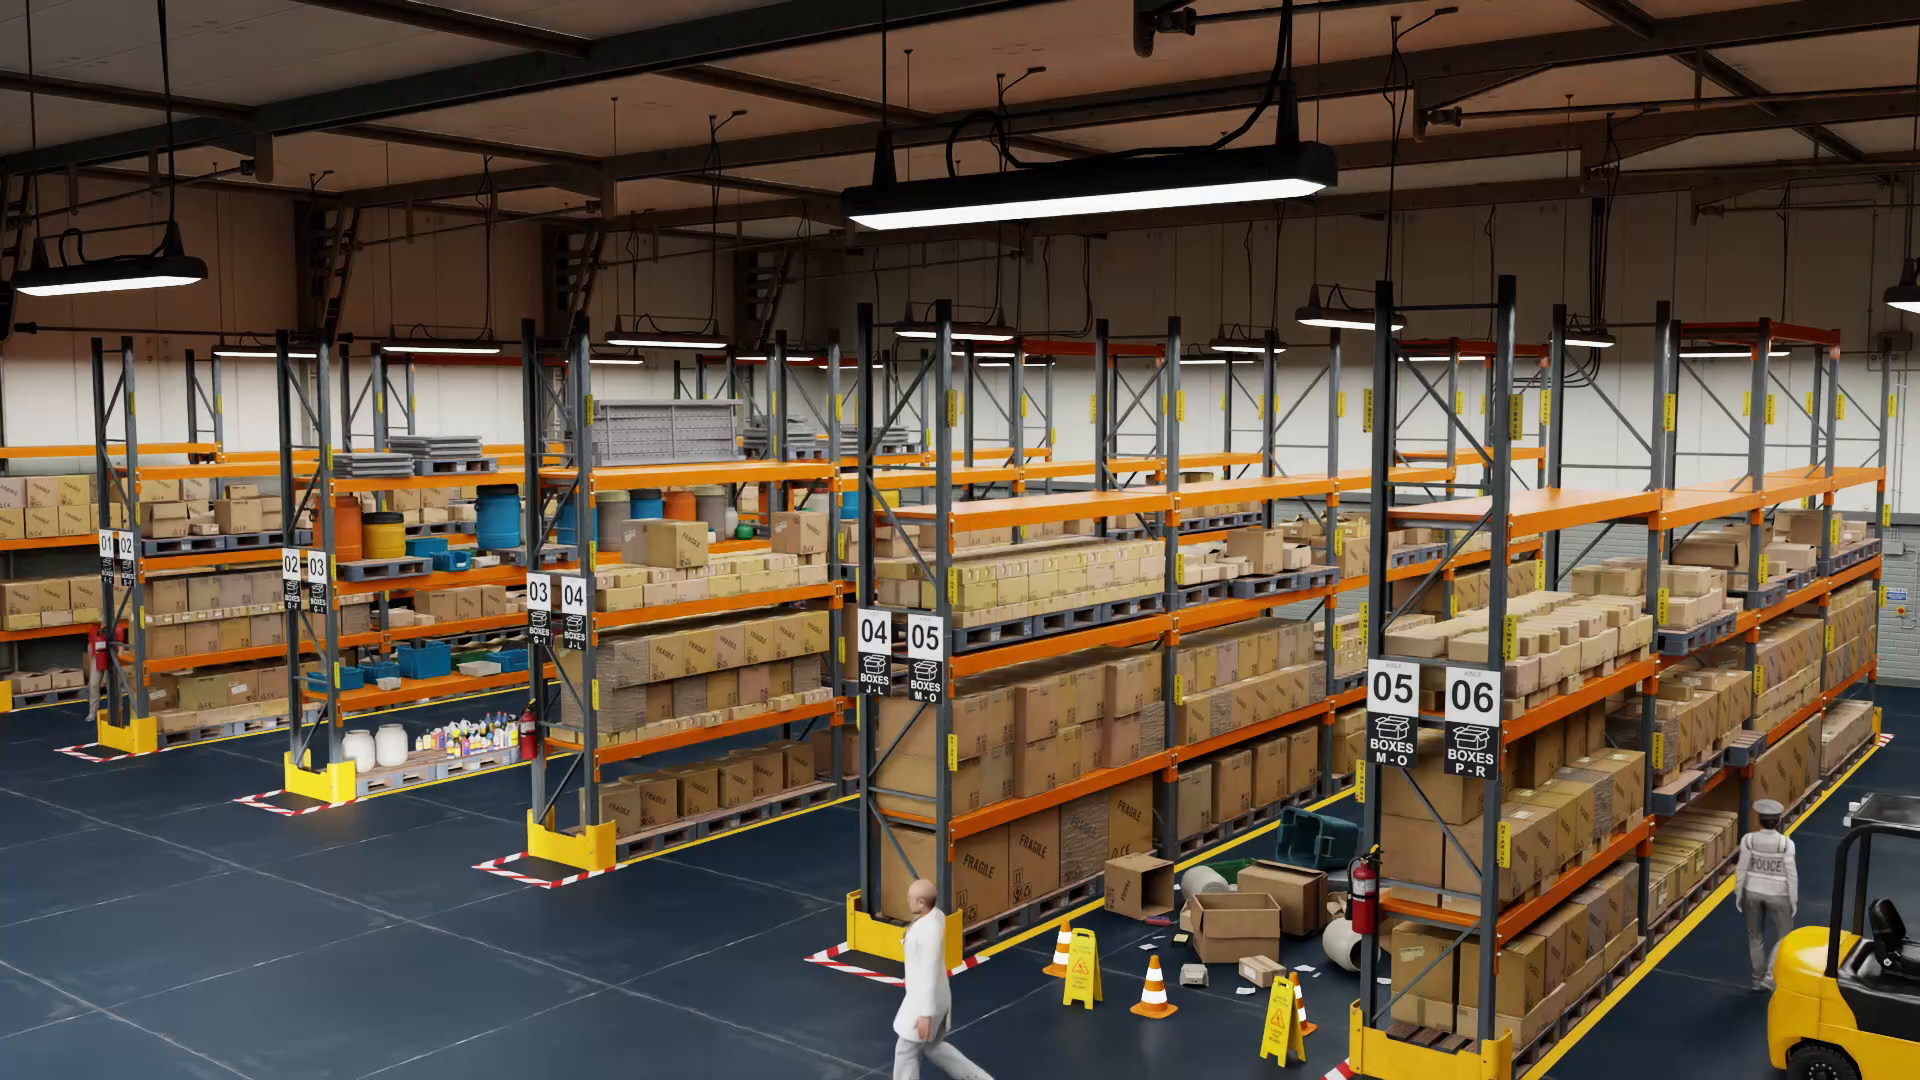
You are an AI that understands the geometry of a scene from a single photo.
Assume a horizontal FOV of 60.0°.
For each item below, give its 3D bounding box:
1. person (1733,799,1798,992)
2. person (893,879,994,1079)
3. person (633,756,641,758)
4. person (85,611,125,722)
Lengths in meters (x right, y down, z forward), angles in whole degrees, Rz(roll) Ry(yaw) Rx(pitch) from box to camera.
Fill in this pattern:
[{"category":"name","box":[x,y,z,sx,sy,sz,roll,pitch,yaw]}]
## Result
[{"category":"person","box":[6.947,3.088,14.346,0.509,1.677,0.516,4,6,36]},{"category":"person","box":[-0.187,3.264,11.780,0.908,1.757,0.662,1,5,8]},{"category":"person","box":[-4.670,2.216,23.633,0.576,1.755,0.480,0,5,5]},{"category":"person","box":[-13.768,2.007,26.720,0.558,1.717,0.775,-1,5,-12]}]
